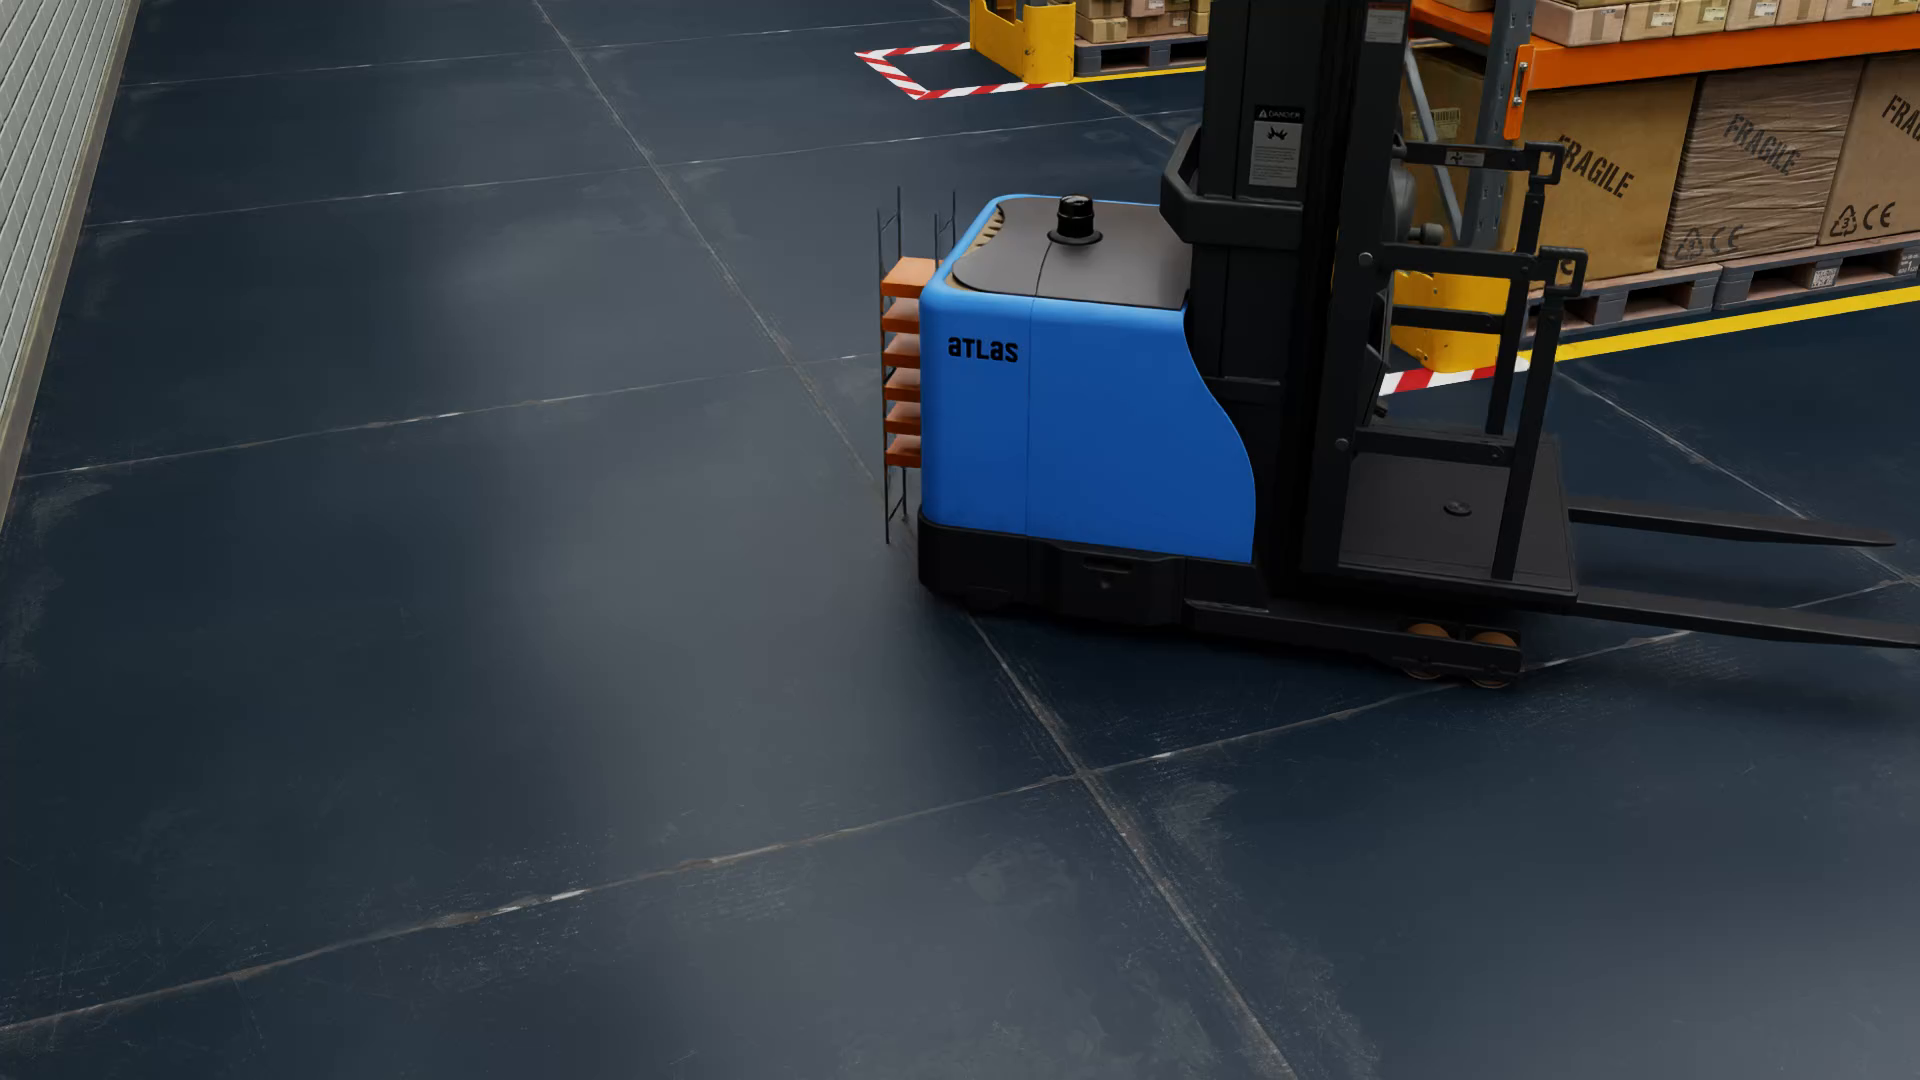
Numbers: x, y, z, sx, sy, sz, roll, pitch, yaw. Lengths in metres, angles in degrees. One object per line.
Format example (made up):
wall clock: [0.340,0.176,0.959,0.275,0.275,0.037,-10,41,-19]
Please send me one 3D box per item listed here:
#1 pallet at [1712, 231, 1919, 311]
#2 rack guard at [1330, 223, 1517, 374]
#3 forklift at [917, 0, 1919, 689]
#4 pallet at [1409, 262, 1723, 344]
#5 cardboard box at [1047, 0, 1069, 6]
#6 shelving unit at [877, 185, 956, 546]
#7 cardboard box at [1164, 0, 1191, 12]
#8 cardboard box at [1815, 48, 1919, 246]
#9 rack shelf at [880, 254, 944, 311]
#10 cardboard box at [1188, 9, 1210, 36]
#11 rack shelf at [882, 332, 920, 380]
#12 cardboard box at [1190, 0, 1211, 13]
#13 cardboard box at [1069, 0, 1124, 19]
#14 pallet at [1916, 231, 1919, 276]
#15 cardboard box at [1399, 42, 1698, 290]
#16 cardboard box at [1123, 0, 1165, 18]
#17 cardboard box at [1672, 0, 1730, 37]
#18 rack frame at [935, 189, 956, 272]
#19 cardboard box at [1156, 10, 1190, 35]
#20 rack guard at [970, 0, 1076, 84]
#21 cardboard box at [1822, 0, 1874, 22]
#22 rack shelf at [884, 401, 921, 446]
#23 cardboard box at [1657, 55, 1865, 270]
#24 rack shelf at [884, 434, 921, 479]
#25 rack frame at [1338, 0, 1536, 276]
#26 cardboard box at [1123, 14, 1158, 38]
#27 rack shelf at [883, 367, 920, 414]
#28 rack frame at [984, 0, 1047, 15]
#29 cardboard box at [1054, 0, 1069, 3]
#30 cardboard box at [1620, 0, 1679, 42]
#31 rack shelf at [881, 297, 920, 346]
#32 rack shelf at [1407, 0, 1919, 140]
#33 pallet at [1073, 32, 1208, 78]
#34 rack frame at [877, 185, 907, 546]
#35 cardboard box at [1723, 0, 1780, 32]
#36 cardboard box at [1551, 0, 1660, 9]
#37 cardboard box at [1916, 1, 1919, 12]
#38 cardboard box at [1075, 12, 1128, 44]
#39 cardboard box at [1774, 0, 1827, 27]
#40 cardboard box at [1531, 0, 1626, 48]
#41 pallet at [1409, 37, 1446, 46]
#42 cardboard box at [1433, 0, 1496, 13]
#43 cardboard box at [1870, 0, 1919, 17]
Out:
pallet: [3.844,-1.469,8.115,1.213,0.211,1.003,-10,31,-18]
rack guard: [1.957,-1.207,7.364,0.348,0.500,1.175,-10,31,-18]
forklift: [1.439,-1.121,4.757,3.031,2.935,1.130,7,30,12]
pallet: [2.702,-1.260,7.748,1.213,0.211,1.003,-10,31,-18]
cardboard box: [0.766,-3.747,11.753,0.250,0.149,0.380,-10,31,-17]
shelving unit: [-0.133,-0.546,5.496,0.189,1.200,0.258,7,30,12]
cardboard box: [1.401,-3.765,11.483,0.250,0.149,0.380,-10,31,-17]
cardboard box: [4.239,-2.015,7.979,0.875,0.875,0.875,-10,31,-18]
rack shelf: [-0.133,-0.820,5.340,0.180,0.103,0.258,7,30,12]
cardboard box: [1.673,-3.624,11.537,0.250,0.149,0.380,-10,31,-17]
rack shelf: [-0.133,-0.612,5.459,0.180,0.103,0.258,7,30,12]
cardboard box: [1.679,-3.759,11.472,0.250,0.149,0.380,-9,31,-16]
cardboard box: [0.926,-3.660,11.300,0.250,0.149,0.380,-9,31,-16]
pallet: [4.989,-1.681,8.488,1.213,0.211,1.003,-10,31,-18]
cardboard box: [2.552,-1.704,7.433,0.875,0.875,0.875,-10,31,-18]
cardboard box: [1.202,-3.681,11.337,0.250,0.149,0.380,-11,31,-18]
cardboard box: [2.908,-2.186,6.810,0.250,0.149,0.380,-11,32,-19]
rack frame: [-0.045,-0.535,5.477,0.006,1.200,0.240,7,30,12]
cardboard box: [1.395,-3.631,11.549,0.250,0.149,0.380,-10,31,-17]
rack guard: [0.416,-3.543,11.464,0.348,0.500,1.175,-10,31,-18]
cardboard box: [3.632,-2.319,7.045,0.250,0.149,0.380,-11,31,-18]
rack shelf: [-0.133,-0.403,5.578,0.180,0.103,0.258,7,30,12]
cardboard box: [3.405,-1.861,7.709,0.875,0.875,0.875,-10,31,-18]
rack shelf: [-0.133,-0.299,5.637,0.180,0.103,0.258,7,30,12]
rack frame: [1.980,-2.297,6.752,0.127,3.000,1.000,-10,31,-18]
cardboard box: [1.165,-3.585,11.468,0.250,0.149,0.380,-11,31,-18]
rack shelf: [-0.133,-0.507,5.518,0.180,0.103,0.258,7,30,12]
rack frame: [0.345,-4.616,10.822,0.127,3.000,1.000,-10,31,-18]
cardboard box: [0.740,-3.912,11.742,0.250,0.149,0.380,-11,32,-19]
cardboard box: [2.668,-2.141,6.732,0.250,0.149,0.380,-11,31,-18]
rack shelf: [-0.133,-0.716,5.399,0.180,0.103,0.258,7,30,12]
rack shelf: [3.854,-2.330,7.536,4.000,0.370,1.077,-10,31,-18]
pallet: [1.190,-3.541,11.753,1.213,0.211,1.003,-10,31,-18]
rack frame: [-0.222,-0.557,5.516,0.006,1.200,0.240,7,30,12]
cardboard box: [3.152,-2.231,6.890,0.250,0.149,0.380,-11,31,-18]
cardboard box: [2.524,-2.319,6.641,0.500,0.250,0.500,-11,32,-19]
cardboard box: [4.114,-2.409,7.201,0.250,0.149,0.380,-10,31,-17]
cardboard box: [0.948,-3.502,11.322,0.250,0.149,0.380,-10,31,-17]
cardboard box: [3.390,-2.275,6.966,0.250,0.149,0.380,-11,31,-19]
cardboard box: [2.428,-2.096,6.653,0.250,0.149,0.380,-10,31,-17]
pallet: [3.477,-3.962,12.492,1.213,0.211,1.003,-10,31,-18]
cardboard box: [2.199,-2.402,7.190,0.250,0.149,0.380,-10,31,-17]
cardboard box: [3.869,-2.362,7.120,0.250,0.149,0.380,-11,32,-19]
